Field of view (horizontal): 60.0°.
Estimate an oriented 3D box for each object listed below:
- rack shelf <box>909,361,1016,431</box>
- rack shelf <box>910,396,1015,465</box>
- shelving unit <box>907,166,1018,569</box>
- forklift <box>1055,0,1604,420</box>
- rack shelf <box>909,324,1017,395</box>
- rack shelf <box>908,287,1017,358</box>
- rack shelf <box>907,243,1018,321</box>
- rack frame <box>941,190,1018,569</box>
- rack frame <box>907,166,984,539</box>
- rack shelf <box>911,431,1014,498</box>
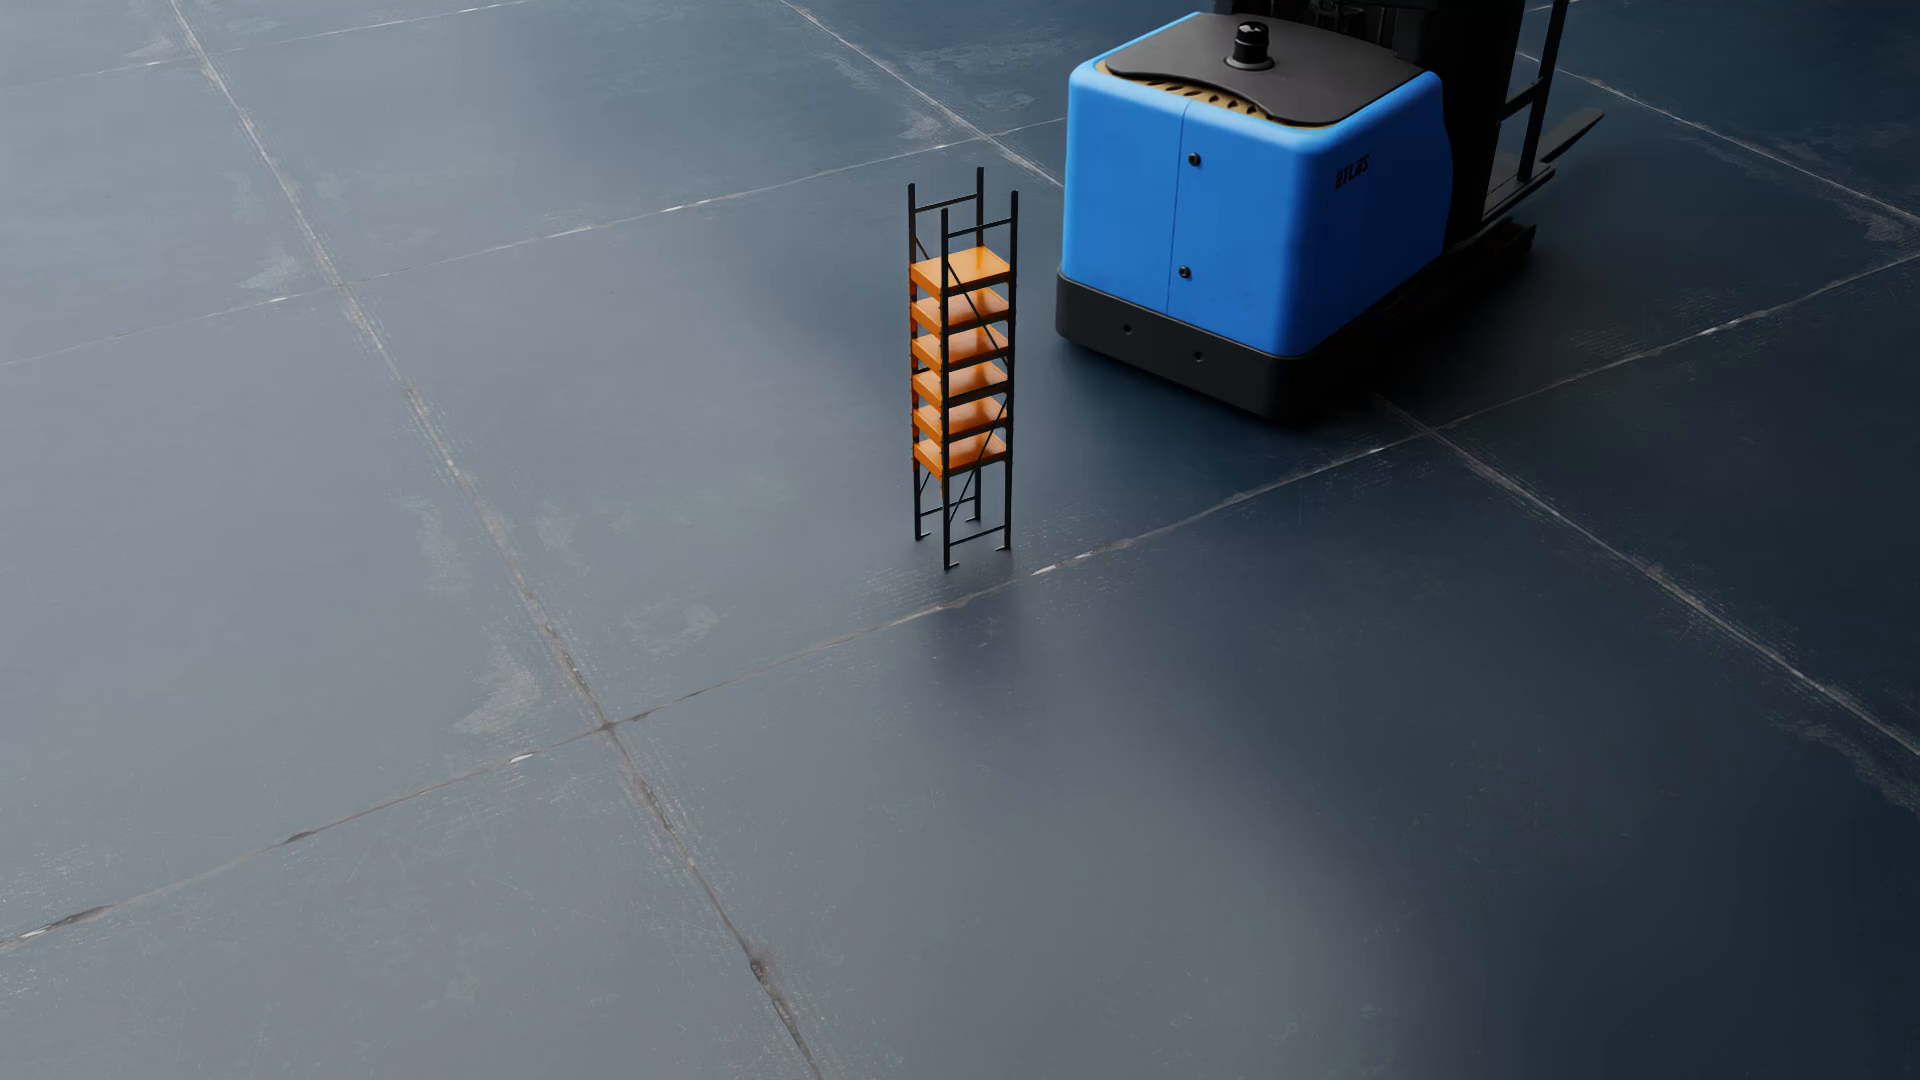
[{"bbox_3d":[0.007,-0.441,4.912,0.258,0.103,0.180,-19,40,-24],"label":"rack shelf"},{"bbox_3d":[0.007,-0.344,4.983,0.258,0.103,0.180,-19,40,-24],"label":"rack shelf"},{"bbox_3d":[0.007,-0.477,4.886,0.258,1.200,0.189,-19,40,-24],"label":"shelving unit"},{"bbox_3d":[1.688,-2.392,6.041,1.130,2.935,3.031,26,44,31],"label":"forklift"},{"bbox_3d":[0.007,-0.538,4.841,0.258,0.103,0.180,-19,40,-24],"label":"rack shelf"},{"bbox_3d":[0.007,-0.635,4.771,0.258,0.103,0.180,-19,40,-24],"label":"rack shelf"},{"bbox_3d":[0.007,-0.732,4.700,0.258,0.103,0.180,-19,40,-24],"label":"rack shelf"},{"bbox_3d":[0.053,-0.430,4.822,0.240,1.200,0.006,-19,40,-24],"label":"rack frame"},{"bbox_3d":[-0.039,-0.524,4.950,0.240,1.200,0.006,-19,40,-24],"label":"rack frame"},{"bbox_3d":[0.007,-0.247,5.054,0.258,0.103,0.180,-19,40,-24],"label":"rack shelf"}]
